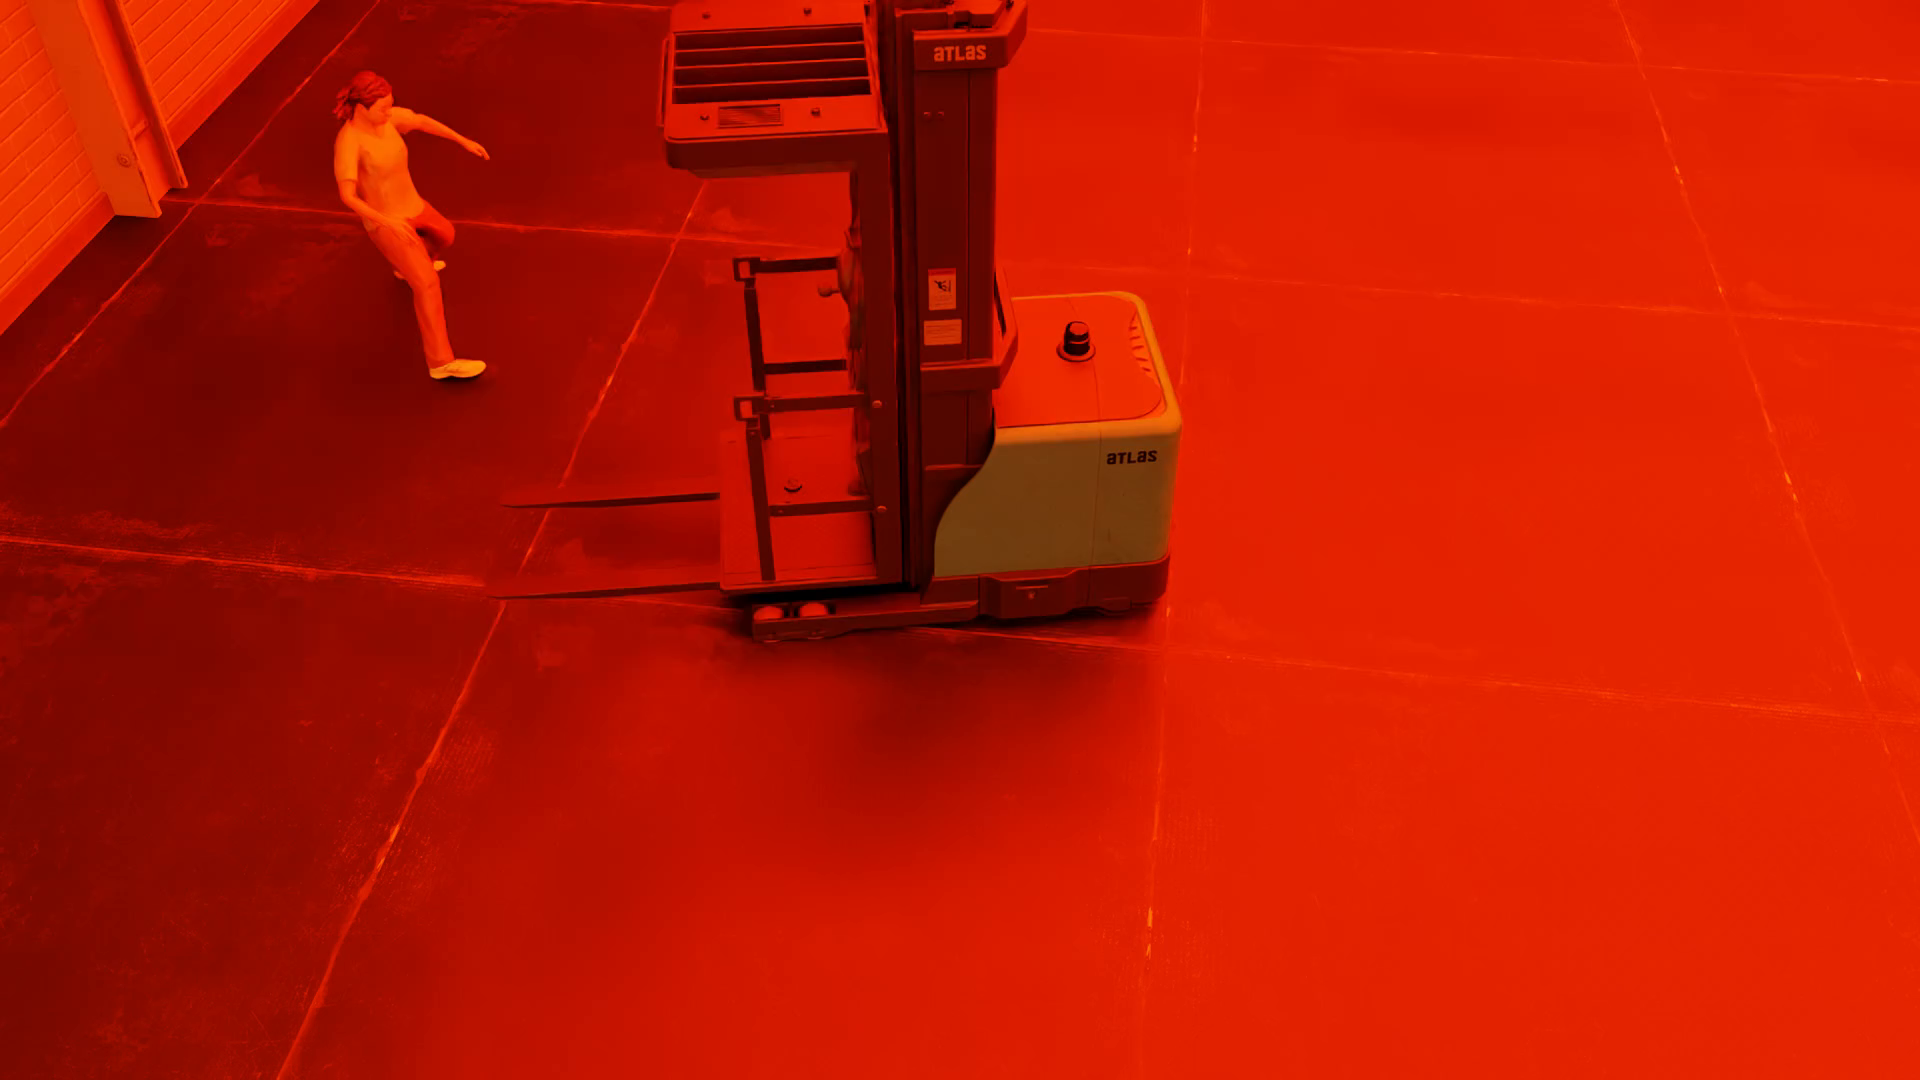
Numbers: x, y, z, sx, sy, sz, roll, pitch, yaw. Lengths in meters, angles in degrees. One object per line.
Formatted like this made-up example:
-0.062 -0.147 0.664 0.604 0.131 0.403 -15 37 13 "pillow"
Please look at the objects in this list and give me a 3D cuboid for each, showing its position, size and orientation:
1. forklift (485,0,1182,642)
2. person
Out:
-0.614 -1.001 6.814 3.031 2.935 1.130 -4 43 -4 "forklift"
-2.850 -1.749 8.715 0.953 1.518 1.027 12 44 12 "person"
